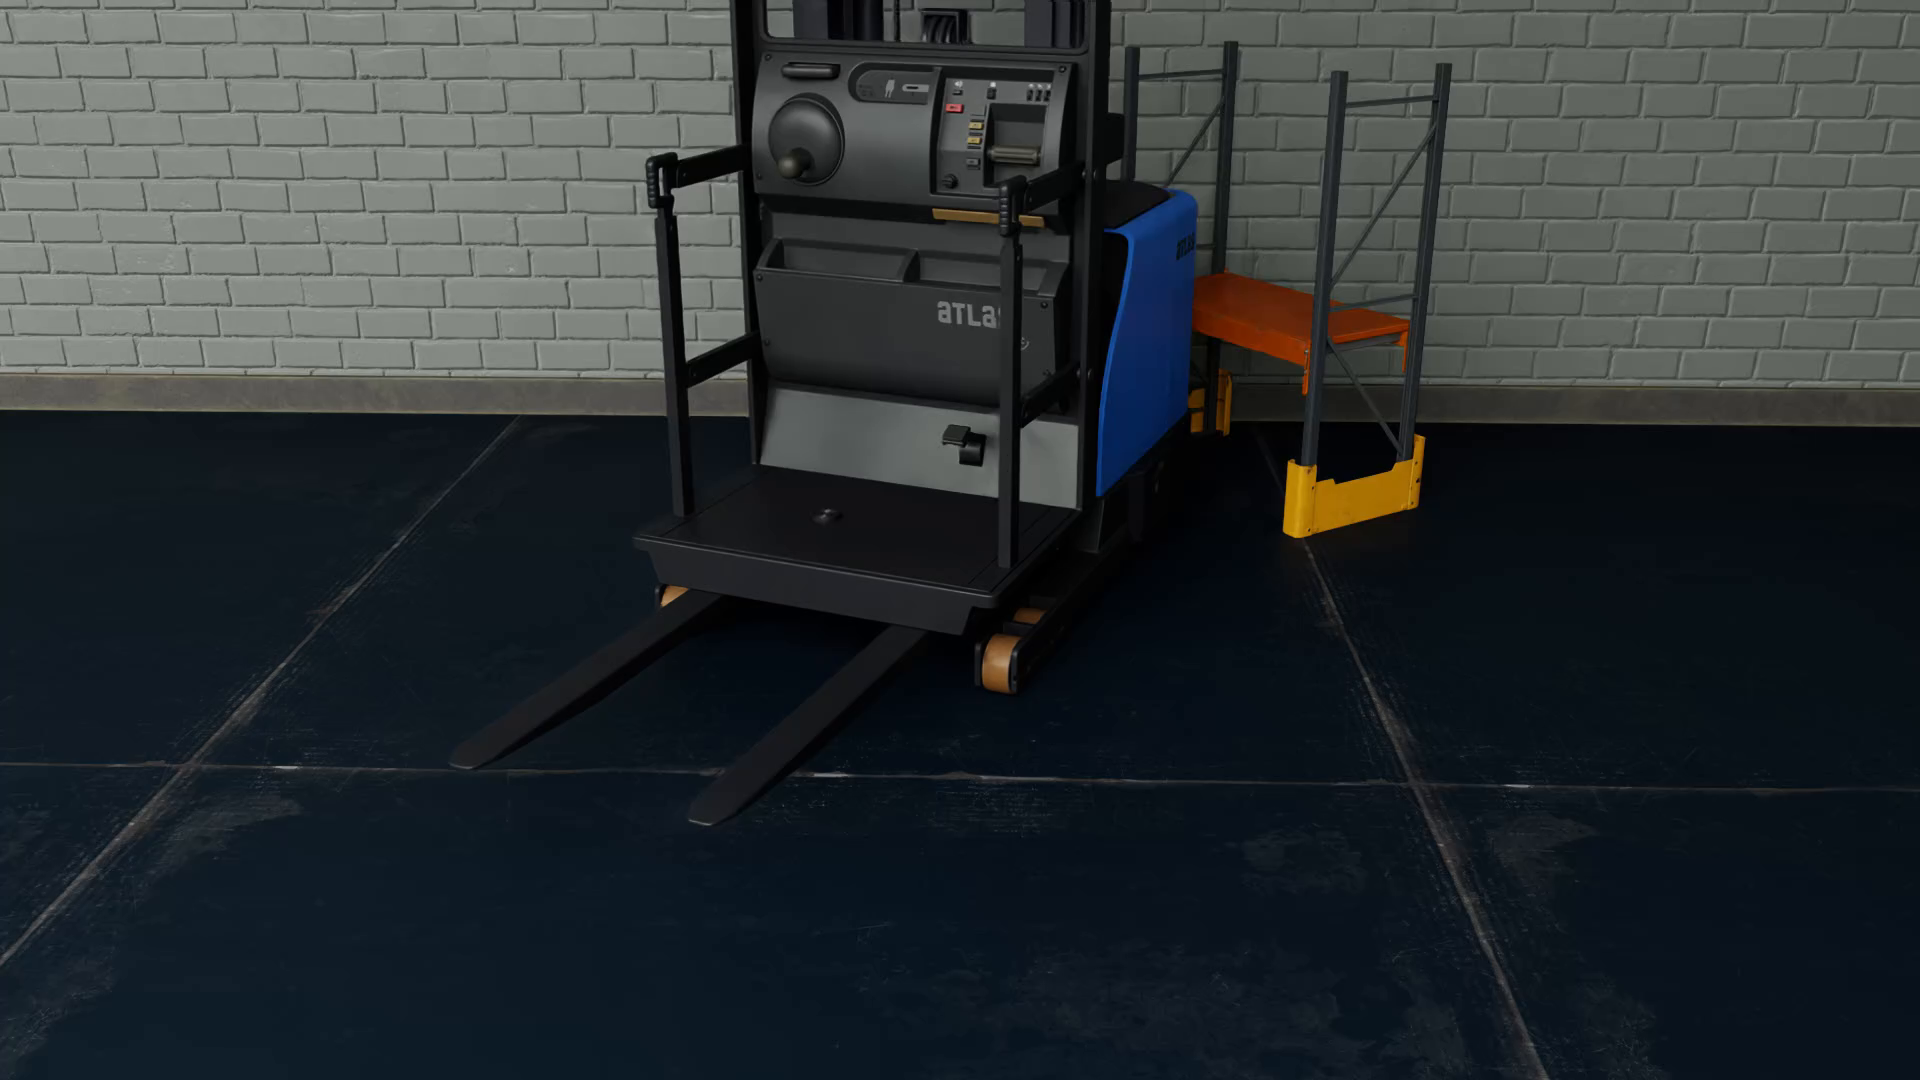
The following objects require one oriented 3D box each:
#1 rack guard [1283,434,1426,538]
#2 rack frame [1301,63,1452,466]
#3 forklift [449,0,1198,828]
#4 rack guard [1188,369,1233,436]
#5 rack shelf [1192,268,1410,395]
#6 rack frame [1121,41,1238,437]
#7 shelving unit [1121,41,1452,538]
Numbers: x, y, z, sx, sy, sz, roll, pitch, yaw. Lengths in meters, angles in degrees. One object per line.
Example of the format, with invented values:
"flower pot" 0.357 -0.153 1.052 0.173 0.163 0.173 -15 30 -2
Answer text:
"rack guard" 1.348 -0.191 5.675 0.587 0.250 0.087 -13 25 -30
"rack frame" 1.349 -0.773 5.448 0.500 1.500 0.032 -13 25 -30
"forklift" -0.226 -1.125 4.376 1.130 2.935 3.031 9 23 21
"rack guard" 0.811 -0.494 6.457 0.587 0.250 0.087 -13 25 -30
"rack shelf" 1.075 -0.760 5.912 0.538 0.185 1.000 -13 25 -30
"rack frame" 0.801 -1.083 6.246 0.500 1.500 0.032 -13 25 -30
"shelving unit" 1.080 -0.925 5.840 0.587 1.500 1.083 -13 25 -30
